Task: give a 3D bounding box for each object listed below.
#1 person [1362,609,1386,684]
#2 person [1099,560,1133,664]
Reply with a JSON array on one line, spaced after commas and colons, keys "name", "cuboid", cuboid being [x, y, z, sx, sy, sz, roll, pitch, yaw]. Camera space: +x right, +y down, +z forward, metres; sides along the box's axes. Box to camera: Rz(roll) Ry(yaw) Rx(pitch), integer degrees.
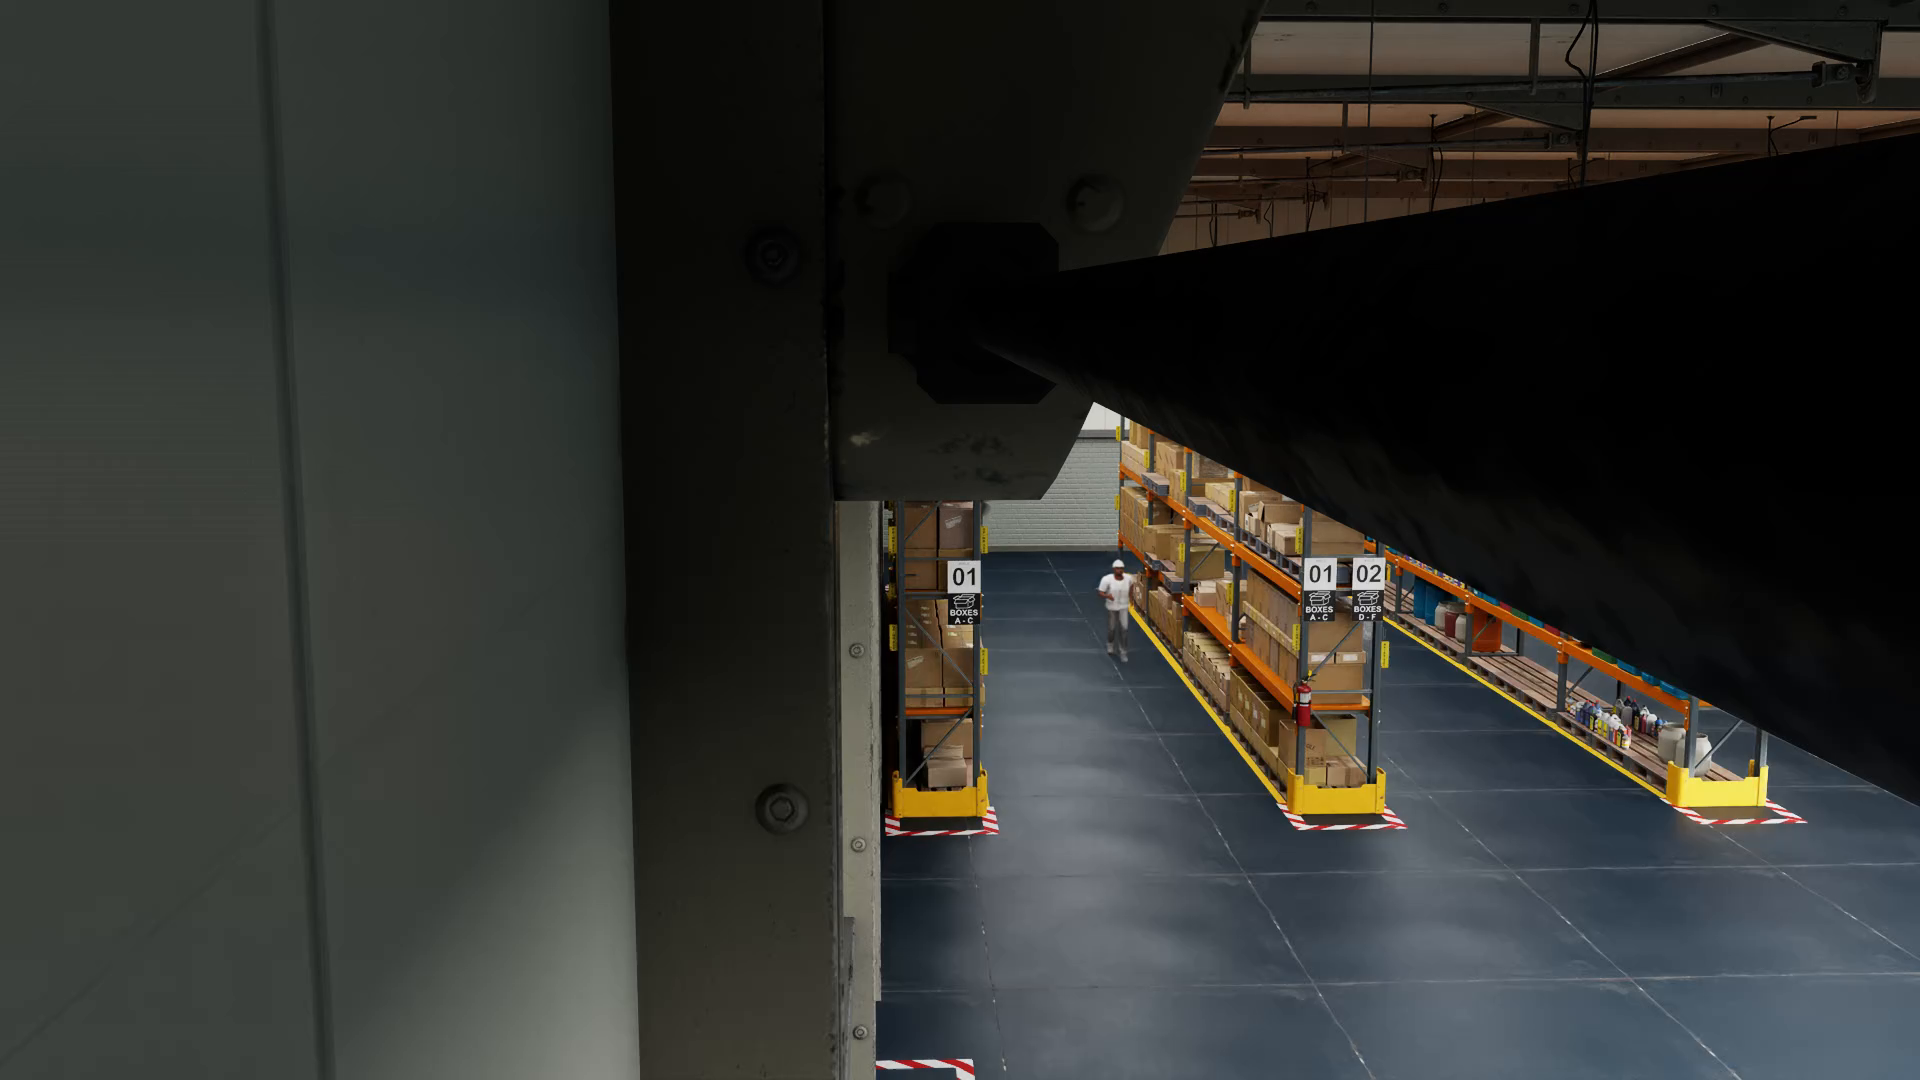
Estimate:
[{"name": "person", "cuboid": [6.624, 1.649, 26.893, 0.638, 1.678, 0.965, -2, 8, -13]}, {"name": "person", "cuboid": [2.766, 1.221, 29.431, 0.640, 1.796, 0.890, 0, 8, -1]}]
